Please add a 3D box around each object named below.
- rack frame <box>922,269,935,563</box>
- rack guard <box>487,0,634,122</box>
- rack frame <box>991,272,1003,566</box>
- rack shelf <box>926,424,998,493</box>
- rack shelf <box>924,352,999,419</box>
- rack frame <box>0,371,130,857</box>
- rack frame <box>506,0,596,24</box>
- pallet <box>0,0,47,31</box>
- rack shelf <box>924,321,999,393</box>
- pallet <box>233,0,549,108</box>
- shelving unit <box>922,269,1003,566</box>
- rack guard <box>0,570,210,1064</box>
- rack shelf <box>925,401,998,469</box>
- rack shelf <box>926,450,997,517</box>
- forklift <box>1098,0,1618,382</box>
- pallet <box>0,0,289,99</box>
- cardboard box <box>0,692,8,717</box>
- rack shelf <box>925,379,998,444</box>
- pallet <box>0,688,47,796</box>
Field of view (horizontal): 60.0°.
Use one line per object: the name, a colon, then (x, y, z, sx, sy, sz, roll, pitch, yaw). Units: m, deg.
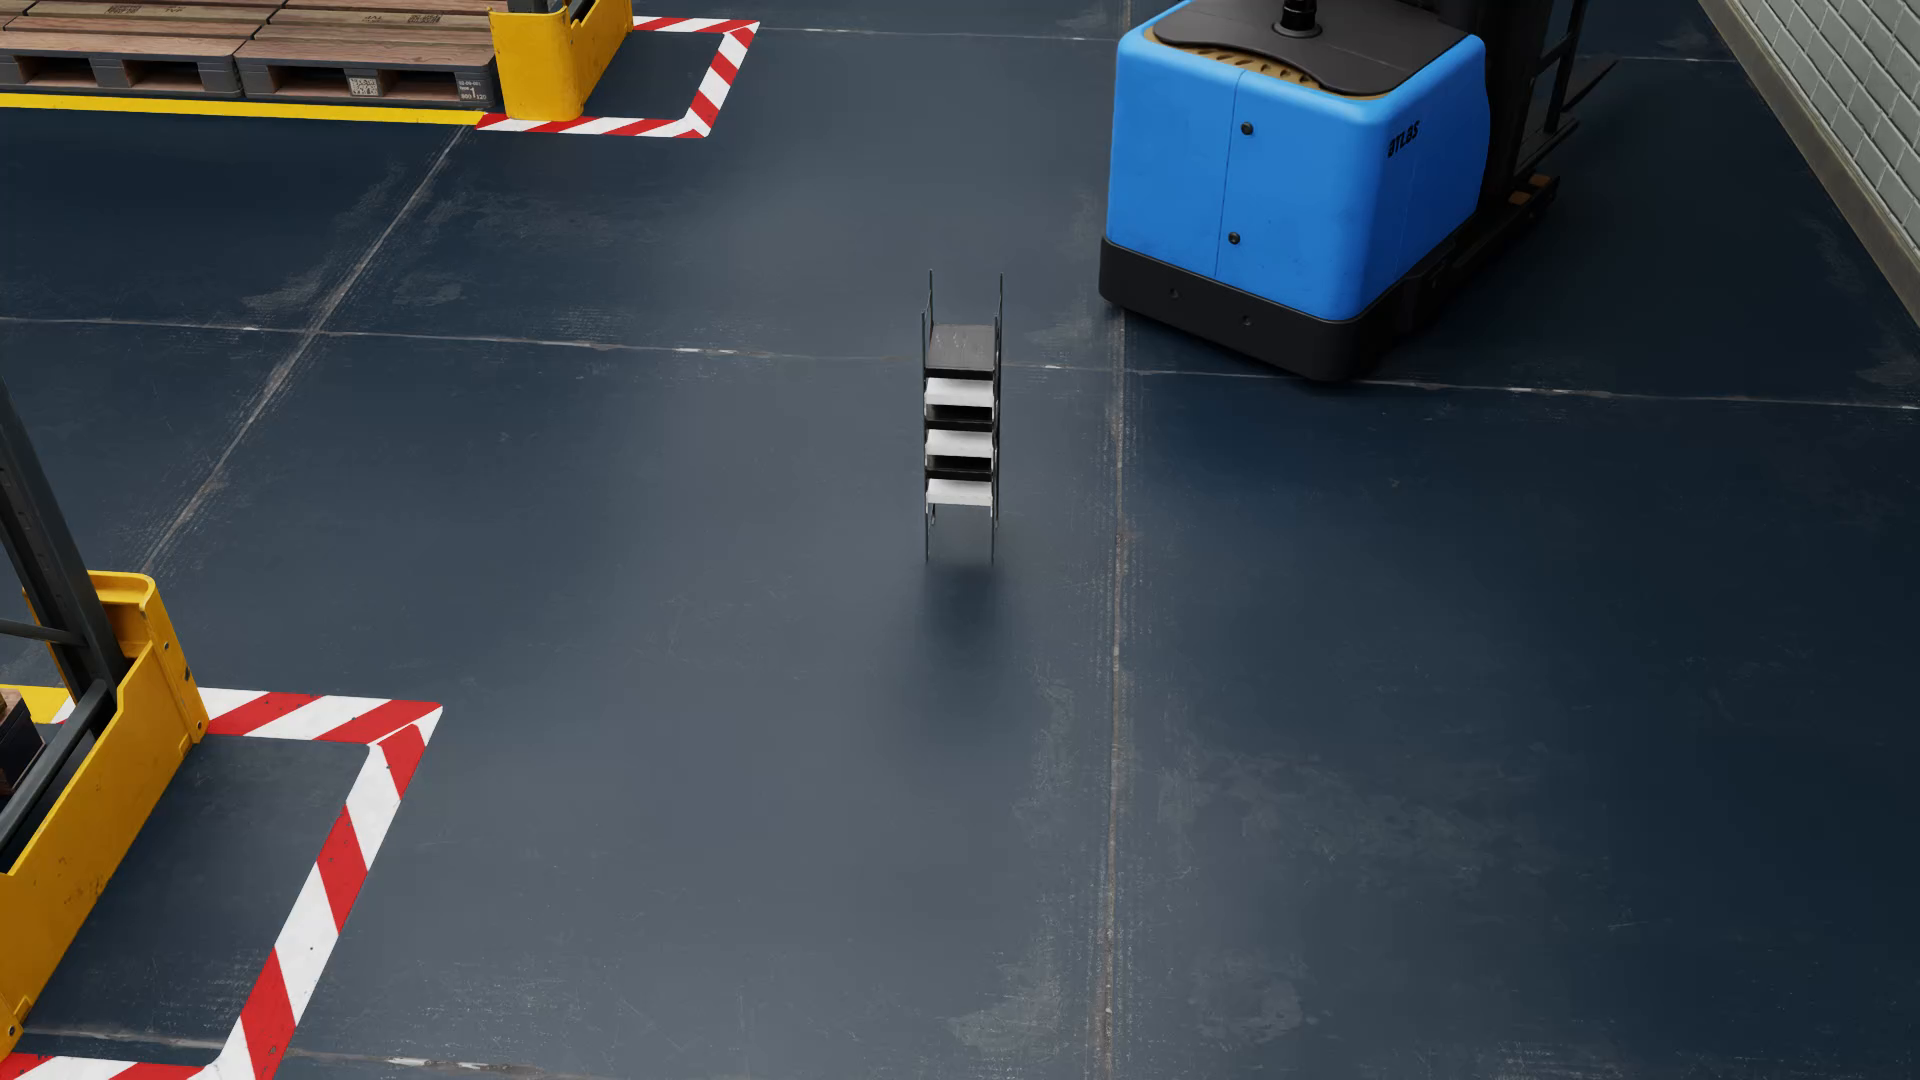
rack frame: (-0.093, -0.354, 4.972, 0.006, 0.900, 0.240, 3, 39, 4)
rack guard: (-1.873, -2.478, 7.899, 0.348, 0.500, 1.175, 3, 39, 4)
rack frame: (0.109, -0.343, 4.959, 0.006, 0.900, 0.240, 3, 39, 4)
rack shelf: (0.008, -0.253, 5.043, 0.200, 0.077, 0.258, 3, 39, 4)
rack shelf: (0.008, -0.462, 4.873, 0.200, 0.077, 0.258, 3, 39, 4)
rack frame: (-2.325, -0.326, 3.274, 0.127, 3.000, 1.000, 3, 39, 4)
rack frame: (-1.898, -3.441, 7.101, 0.127, 3.000, 1.000, 3, 39, 4)
pallet: (-5.147, -2.562, 8.230, 1.213, 0.211, 1.003, 3, 39, 4)
rack shelf: (0.008, -0.532, 4.816, 0.200, 0.077, 0.258, 3, 39, 4)
pallet: (-2.716, -2.429, 8.067, 1.213, 0.211, 1.003, 3, 39, 4)
shelving unit: (0.008, -0.349, 4.965, 0.210, 0.900, 0.258, 3, 39, 4)
rack guard: (-2.301, 0.645, 4.062, 0.348, 0.500, 1.175, 3, 39, 4)
rack shelf: (0.008, -0.323, 4.986, 0.200, 0.077, 0.258, 3, 39, 4)
rack shelf: (0.008, -0.183, 5.100, 0.200, 0.077, 0.258, 3, 39, 4)
forklift: (1.826, -2.564, 6.078, 1.130, 2.935, 3.031, 26, 46, 28)
pallet: (-3.928, -2.497, 8.150, 1.213, 0.211, 1.003, 3, 39, 4)
cardboard box: (-2.970, 0.351, 3.793, 0.875, 0.875, 0.875, 3, 39, 4)
rack shelf: (0.008, -0.393, 4.930, 0.200, 0.077, 0.258, 3, 39, 4)
pallet: (-3.128, 0.761, 4.148, 1.213, 0.211, 1.003, 3, 39, 4)
